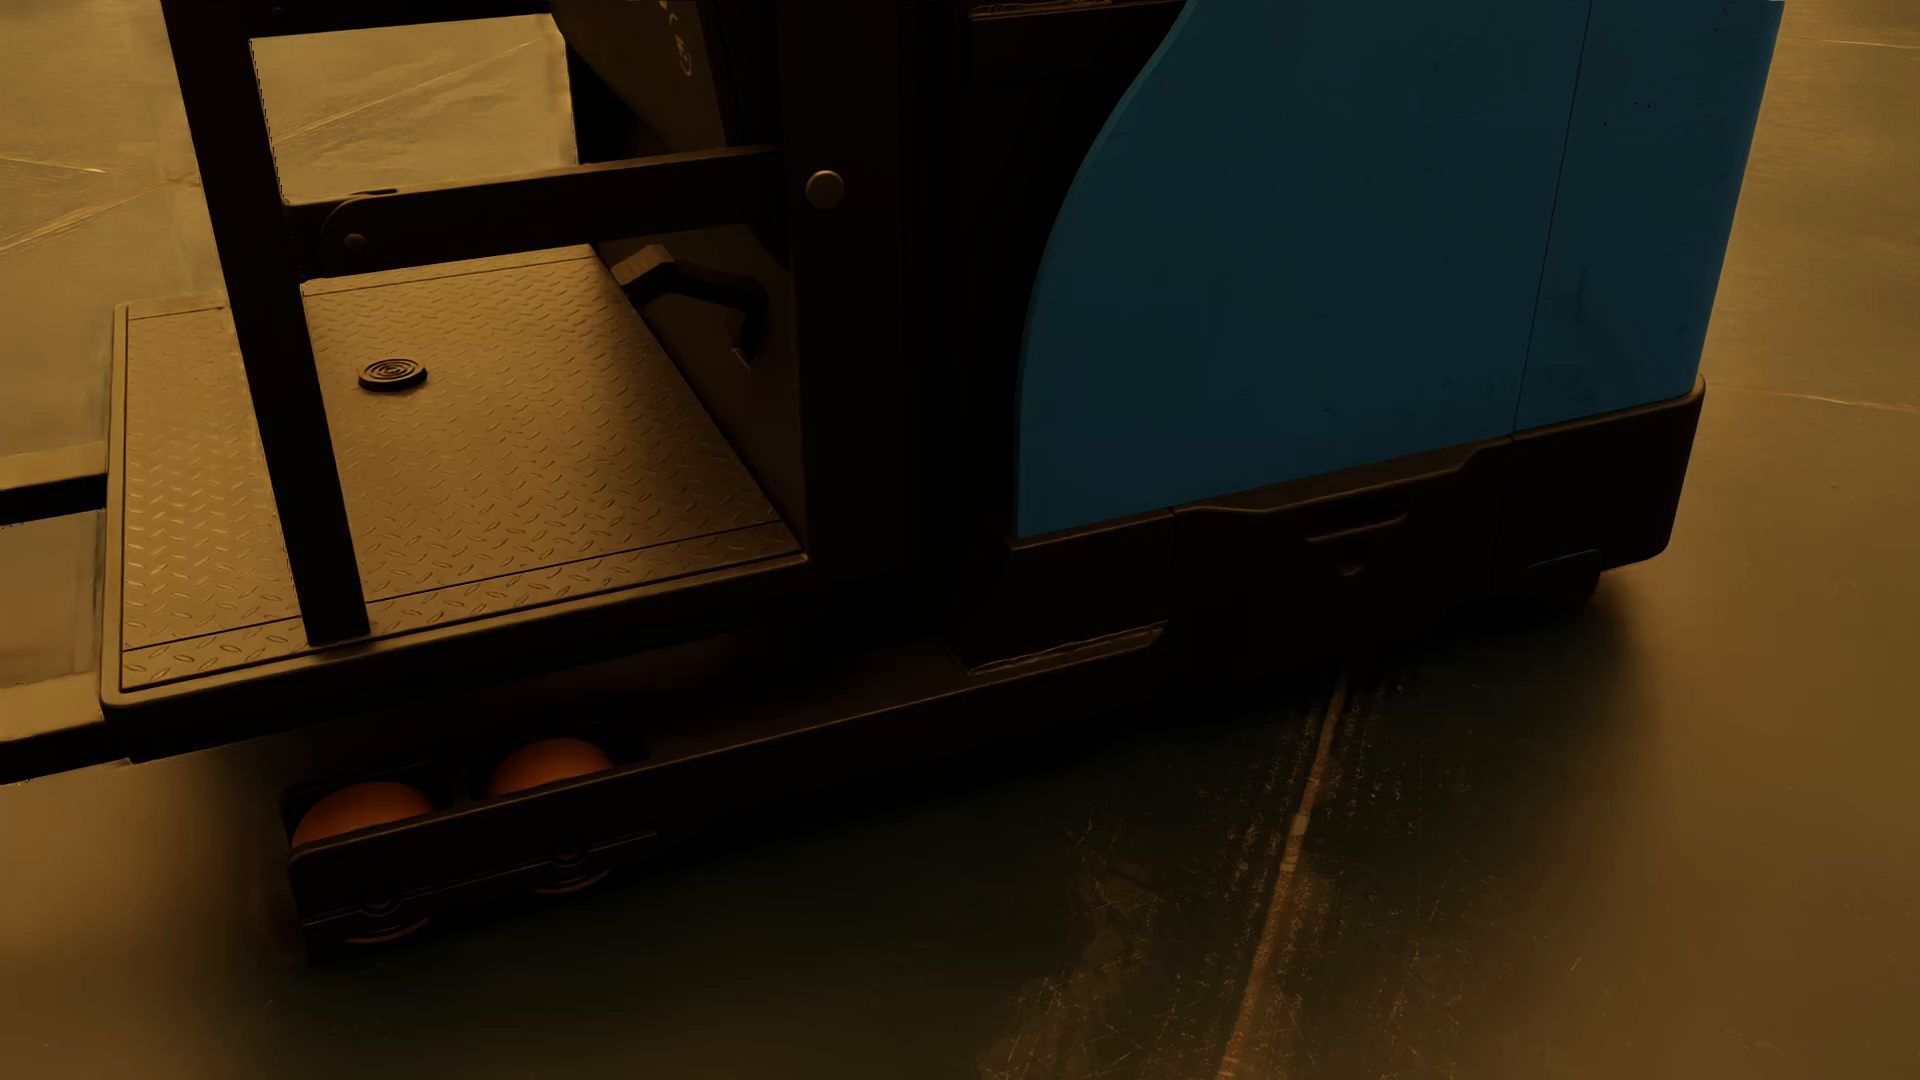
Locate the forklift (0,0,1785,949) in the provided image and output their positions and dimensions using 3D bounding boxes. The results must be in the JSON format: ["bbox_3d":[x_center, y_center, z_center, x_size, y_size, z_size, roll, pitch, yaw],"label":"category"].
[{"bbox_3d":[-0.554,-1.148,1.553,3.031,2.935,1.130,-12,32,-20],"label":"forklift"}]
